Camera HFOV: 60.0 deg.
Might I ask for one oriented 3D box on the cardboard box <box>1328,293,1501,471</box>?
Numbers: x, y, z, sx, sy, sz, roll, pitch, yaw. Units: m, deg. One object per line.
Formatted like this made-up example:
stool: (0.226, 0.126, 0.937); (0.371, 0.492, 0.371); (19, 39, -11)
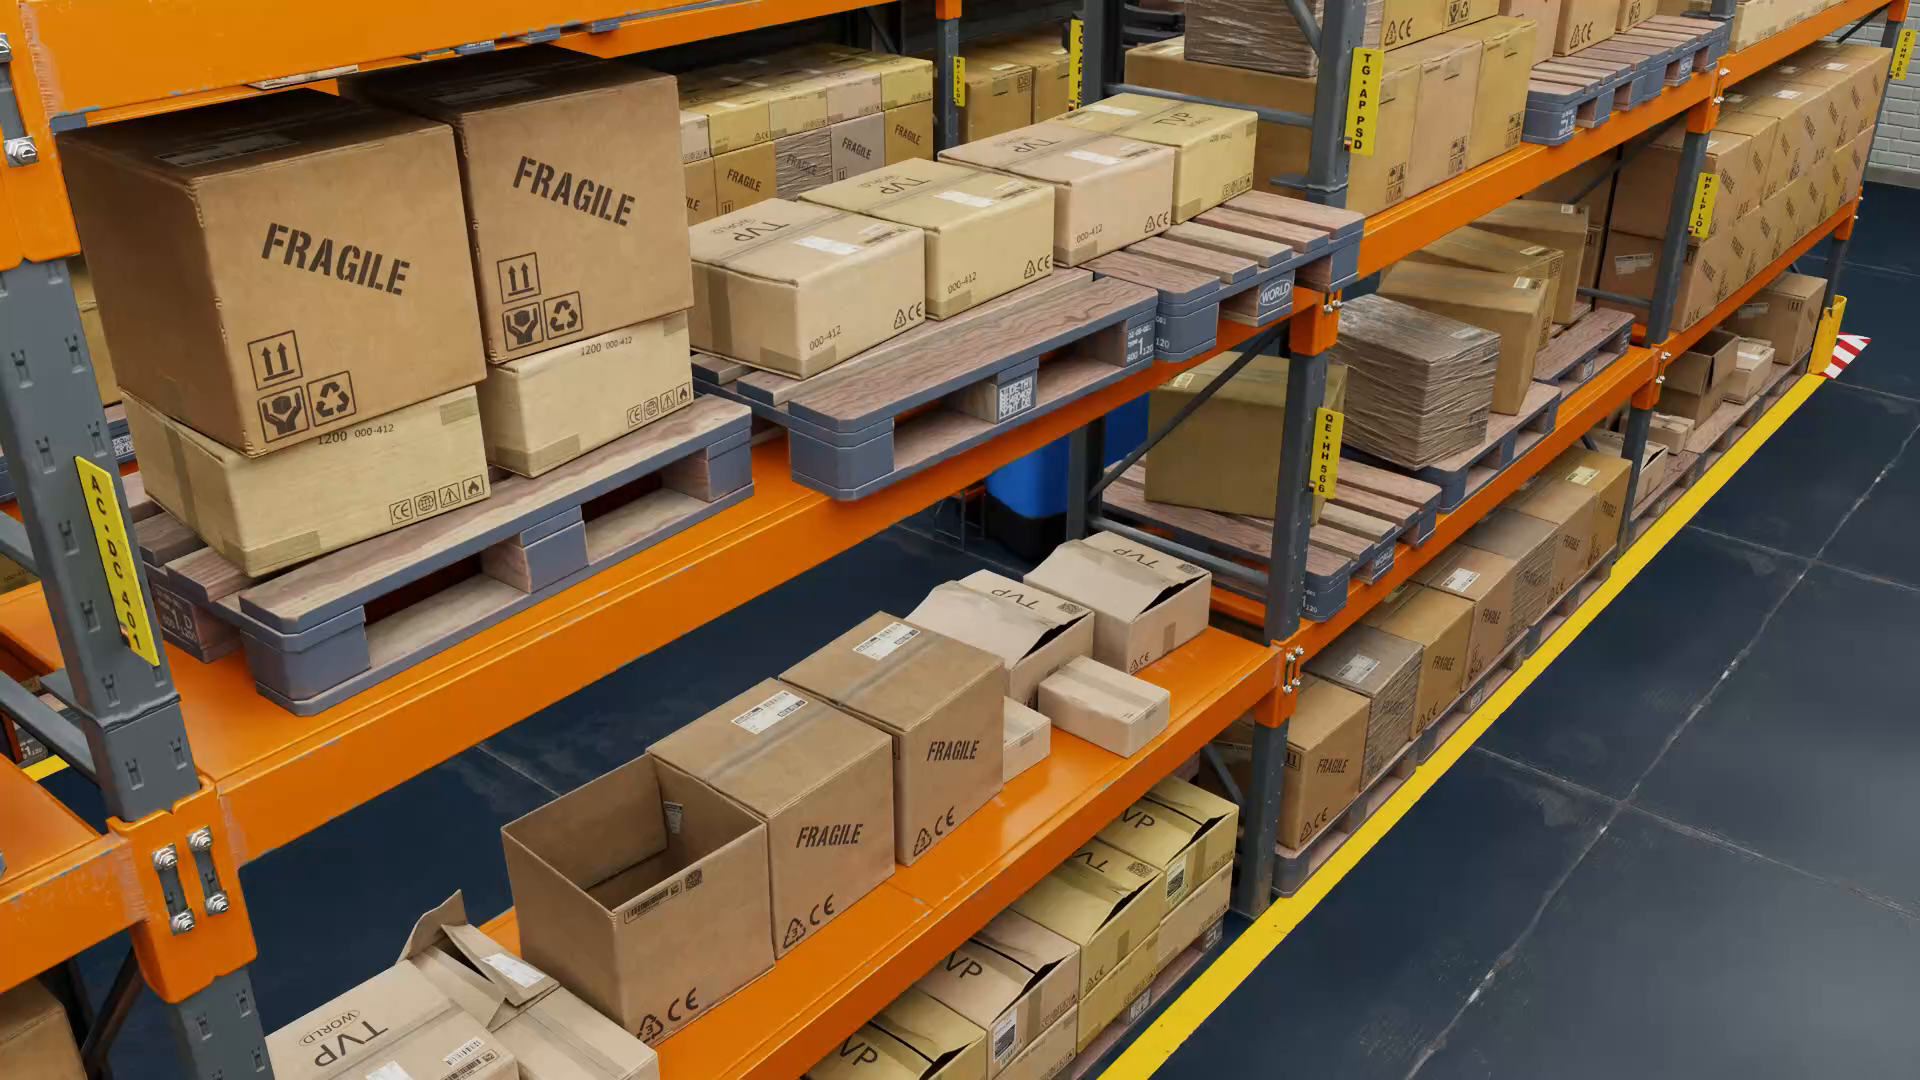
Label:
cardboard box: (1.890, -0.703, 7.279); (0.500, 0.500, 0.700); (-21, 34, -34)

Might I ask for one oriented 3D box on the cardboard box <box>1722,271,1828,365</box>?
cardboard box: (5.780, -1.604, 11.828); (0.500, 0.500, 0.500); (21, 34, 34)

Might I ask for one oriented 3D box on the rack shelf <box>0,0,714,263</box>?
rack shelf: (-0.425, -1.406, 3.892); (1.077, 0.370, 4.000); (21, 34, 34)

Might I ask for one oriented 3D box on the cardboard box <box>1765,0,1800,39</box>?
cardboard box: (4.213, -2.908, 9.005); (0.500, 0.250, 0.500); (21, 34, 34)

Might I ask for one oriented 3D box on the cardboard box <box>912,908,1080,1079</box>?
cardboard box: (0.055, 1.460, 5.588); (0.500, 0.311, 0.500); (20, 34, 34)

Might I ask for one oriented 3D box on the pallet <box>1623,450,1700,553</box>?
pallet: (3.829, -0.370, 10.236); (1.003, 0.211, 1.213); (21, 34, 34)

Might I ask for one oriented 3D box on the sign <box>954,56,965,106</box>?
sign: (-0.008, -3.136, 11.374); (0.100, 0.325, 0.005); (21, 34, 34)

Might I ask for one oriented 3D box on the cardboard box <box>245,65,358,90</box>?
cardboard box: (-3.227, -2.361, 7.861); (0.500, 0.311, 0.500); (21, 34, 34)

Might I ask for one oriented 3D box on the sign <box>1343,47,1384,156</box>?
sign: (1.270, -1.380, 5.239); (0.100, 0.325, 0.005); (21, 34, 34)

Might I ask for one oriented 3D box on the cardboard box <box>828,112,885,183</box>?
cardboard box: (-0.849, -2.577, 11.012); (0.500, 0.500, 0.500); (21, 34, 35)

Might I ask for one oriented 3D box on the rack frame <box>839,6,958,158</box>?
rack frame: (-0.433, -2.812, 11.922); (1.000, 3.000, 0.127); (21, 34, 34)

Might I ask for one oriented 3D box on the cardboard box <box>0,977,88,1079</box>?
cardboard box: (-1.974, 1.009, 3.014); (0.700, 0.500, 0.500); (21, 34, 35)

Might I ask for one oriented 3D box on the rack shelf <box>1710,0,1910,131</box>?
rack shelf: (4.664, -3.088, 9.972); (1.077, 0.370, 4.000); (21, 34, 34)

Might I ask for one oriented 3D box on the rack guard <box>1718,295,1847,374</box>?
rack guard: (5.887, -1.647, 12.389); (1.175, 0.500, 0.348); (21, 34, 34)

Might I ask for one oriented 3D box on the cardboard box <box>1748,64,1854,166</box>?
cardboard box: (5.218, -2.670, 10.449); (0.500, 0.500, 0.500); (22, 34, 36)

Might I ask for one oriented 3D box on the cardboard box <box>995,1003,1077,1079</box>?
cardboard box: (0.054, 1.706, 5.723); (0.500, 0.250, 0.500); (22, 34, 36)

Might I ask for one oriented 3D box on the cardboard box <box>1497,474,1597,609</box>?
cardboard box: (2.978, -0.019, 8.765); (0.500, 0.500, 0.500); (21, 34, 35)

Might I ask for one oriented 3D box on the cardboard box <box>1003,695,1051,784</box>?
cardboard box: (0.080, 0.633, 5.536); (0.380, 0.149, 0.250); (24, 36, 38)

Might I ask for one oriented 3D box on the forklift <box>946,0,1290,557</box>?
forklift: (1.431, -1.677, 9.801); (3.031, 2.935, 1.130); (-15, 31, -26)

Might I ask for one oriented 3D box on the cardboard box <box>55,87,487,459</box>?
cardboard box: (-1.274, -0.522, 3.120); (0.500, 0.500, 0.500); (21, 34, 35)

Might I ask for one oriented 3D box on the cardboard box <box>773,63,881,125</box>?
cardboard box: (-0.866, -2.912, 10.844); (0.500, 0.250, 0.500); (22, 34, 35)

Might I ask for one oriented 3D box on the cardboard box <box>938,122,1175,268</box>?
cardboard box: (0.283, -1.031, 4.921); (0.500, 0.250, 0.500); (22, 34, 36)

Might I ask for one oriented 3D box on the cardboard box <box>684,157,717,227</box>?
cardboard box: (-1.814, -2.035, 9.966); (0.500, 0.500, 0.500); (21, 34, 34)

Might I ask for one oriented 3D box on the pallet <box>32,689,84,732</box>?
pallet: (-4.252, 0.552, 8.454); (1.003, 0.211, 1.213); (21, 34, 34)

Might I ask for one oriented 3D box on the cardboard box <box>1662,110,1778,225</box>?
cardboard box: (4.236, -2.122, 9.391); (0.500, 0.500, 0.500); (20, 33, 33)

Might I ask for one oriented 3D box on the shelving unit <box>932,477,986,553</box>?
shelving unit: (-0.009, -0.528, 9.464); (0.258, 1.200, 0.189); (21, 34, 34)

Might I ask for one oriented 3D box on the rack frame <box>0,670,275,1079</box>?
rack frame: (-1.697, 1.471, 3.643); (1.000, 3.000, 0.127); (21, 34, 34)

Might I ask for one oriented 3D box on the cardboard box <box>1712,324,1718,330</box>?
cardboard box: (5.053, -1.471, 11.843); (0.500, 0.250, 0.500); (21, 34, 34)

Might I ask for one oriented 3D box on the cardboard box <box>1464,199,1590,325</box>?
cardboard box: (2.918, -1.494, 8.808); (0.700, 0.500, 0.500); (9, 29, 18)

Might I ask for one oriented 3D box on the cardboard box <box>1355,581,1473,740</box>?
cardboard box: (2.009, 0.526, 7.711); (0.500, 0.500, 0.500); (20, 34, 34)

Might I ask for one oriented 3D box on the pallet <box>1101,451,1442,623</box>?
pallet: (1.224, -0.123, 6.932); (1.213, 0.211, 1.003); (21, 34, 34)

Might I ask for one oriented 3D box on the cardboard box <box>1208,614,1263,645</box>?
cardboard box: (1.294, 0.213, 7.500); (0.500, 0.250, 0.500); (22, 35, 36)

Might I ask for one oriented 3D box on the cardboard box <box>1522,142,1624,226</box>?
cardboard box: (3.513, -2.109, 9.366); (0.500, 0.500, 0.500); (21, 34, 35)

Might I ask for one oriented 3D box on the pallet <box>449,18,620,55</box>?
pallet: (-2.609, -2.886, 9.006); (1.213, 0.211, 1.003); (23, 35, 37)

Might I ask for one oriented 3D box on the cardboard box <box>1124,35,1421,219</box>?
cardboard box: (1.099, -1.489, 5.990); (0.910, 0.500, 0.500); (21, 34, 34)

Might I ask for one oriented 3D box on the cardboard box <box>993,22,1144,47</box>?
cardboard box: (0.848, -3.651, 13.217); (0.980, 0.700, 0.700); (19, 33, 32)

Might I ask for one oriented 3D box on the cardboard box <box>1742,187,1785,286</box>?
cardboard box: (4.569, -1.870, 9.992); (0.500, 0.500, 0.500); (21, 34, 34)

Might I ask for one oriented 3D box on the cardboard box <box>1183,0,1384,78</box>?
cardboard box: (1.130, -1.921, 5.738); (0.500, 0.500, 0.500); (21, 34, 34)

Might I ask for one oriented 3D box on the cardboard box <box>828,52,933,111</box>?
cardboard box: (-0.533, -3.090, 11.189); (0.500, 0.250, 0.500); (22, 34, 36)

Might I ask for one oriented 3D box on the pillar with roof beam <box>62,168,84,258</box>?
pillar with roof beam: (-1.150, -2.592, 4.967); (9.100, 9.000, 0.400); (21, 34, 34)

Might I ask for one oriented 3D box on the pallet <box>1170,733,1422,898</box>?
pallet: (1.351, 1.037, 7.515); (1.003, 0.211, 1.213); (21, 34, 34)

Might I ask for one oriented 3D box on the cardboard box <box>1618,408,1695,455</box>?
cardboard box: (4.368, -0.698, 10.439); (0.380, 0.166, 0.250); (21, 34, 34)

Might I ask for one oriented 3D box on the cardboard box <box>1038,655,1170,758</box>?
cardboard box: (0.488, 0.564, 5.669); (0.380, 0.149, 0.250); (21, 34, 34)

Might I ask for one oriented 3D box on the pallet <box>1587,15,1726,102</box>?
pallet: (2.923, -2.404, 8.072); (1.213, 0.211, 1.003); (21, 34, 34)

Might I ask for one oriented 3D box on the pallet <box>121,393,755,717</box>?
pallet: (-1.146, -0.093, 3.609); (0.805, 0.209, 1.217); (19, 33, 32)

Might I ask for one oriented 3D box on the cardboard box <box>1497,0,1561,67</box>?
cardboard box: (2.168, -2.343, 7.075); (0.600, 0.600, 0.600); (19, 33, 33)

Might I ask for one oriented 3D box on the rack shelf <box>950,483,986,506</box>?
rack shelf: (-0.009, -0.275, 9.595); (0.258, 0.103, 0.180); (21, 34, 34)

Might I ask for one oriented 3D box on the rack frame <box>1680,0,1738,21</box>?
rack frame: (3.392, -4.030, 7.747); (1.000, 3.000, 0.127); (21, 34, 34)

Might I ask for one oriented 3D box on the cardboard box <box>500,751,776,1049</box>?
cardboard box: (-0.861, 0.972, 4.498); (0.500, 0.500, 0.500); (24, 36, 38)

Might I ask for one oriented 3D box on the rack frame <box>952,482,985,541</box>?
rack frame: (0.049, -0.560, 9.527); (0.240, 1.200, 0.006); (21, 34, 34)

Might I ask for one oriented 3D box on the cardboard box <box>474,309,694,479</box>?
cardboard box: (-0.950, -0.393, 3.686); (0.500, 0.250, 0.500); (17, 32, 30)

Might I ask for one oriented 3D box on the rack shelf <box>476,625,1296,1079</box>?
rack shelf: (-0.425, 1.081, 5.179); (1.077, 0.370, 4.000); (21, 34, 34)

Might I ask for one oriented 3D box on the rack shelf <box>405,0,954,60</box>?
rack shelf: (-1.705, -3.116, 10.027); (1.077, 0.370, 4.000); (21, 34, 34)

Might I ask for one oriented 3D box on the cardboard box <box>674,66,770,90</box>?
cardboard box: (-1.569, -2.877, 10.777); (0.500, 0.250, 0.500); (19, 33, 33)

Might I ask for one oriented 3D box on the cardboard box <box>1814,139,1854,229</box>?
cardboard box: (5.534, -2.405, 11.026); (0.500, 0.500, 0.500); (21, 34, 35)
